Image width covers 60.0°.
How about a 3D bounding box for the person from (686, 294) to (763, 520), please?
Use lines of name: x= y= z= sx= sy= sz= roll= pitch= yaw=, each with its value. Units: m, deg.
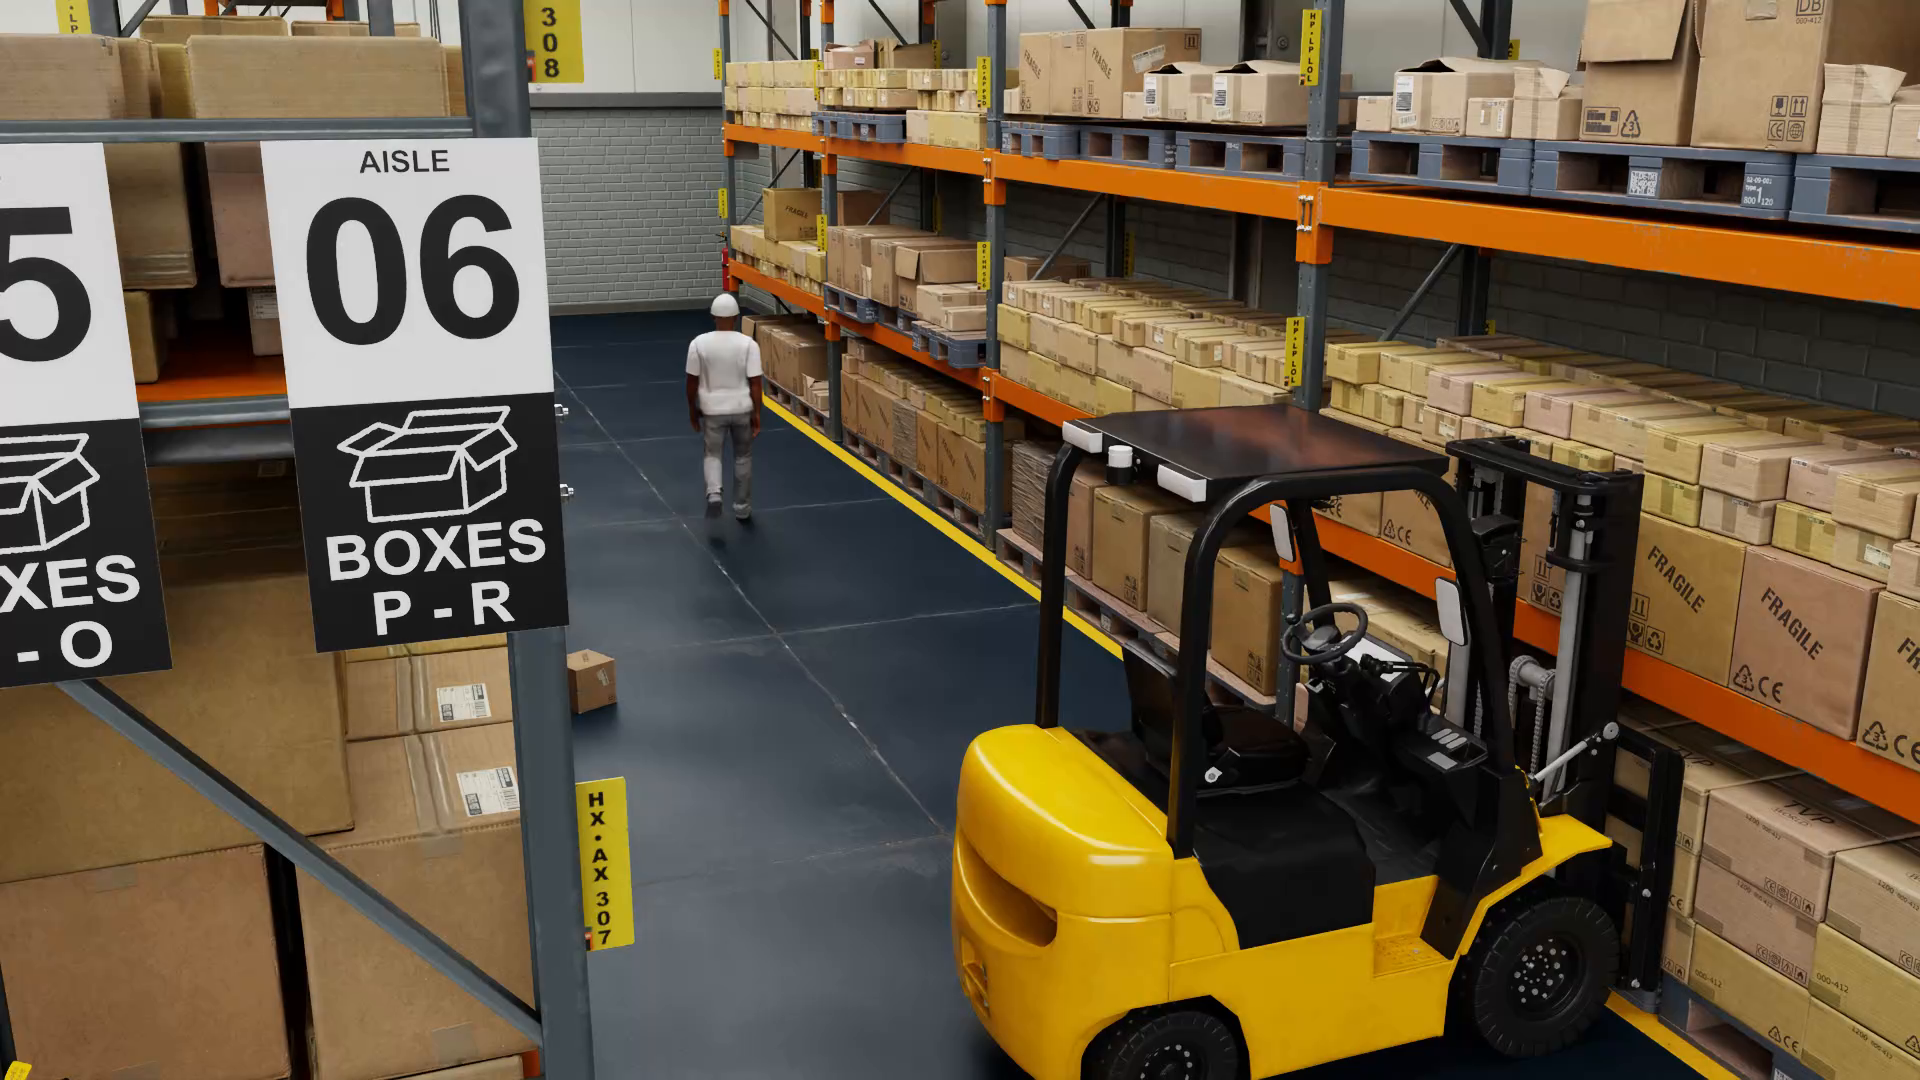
person: x=-1.756 y=-0.969 z=12.451 sx=0.569 sy=1.743 sz=0.808 roll=-1 pitch=16 yaw=-5
